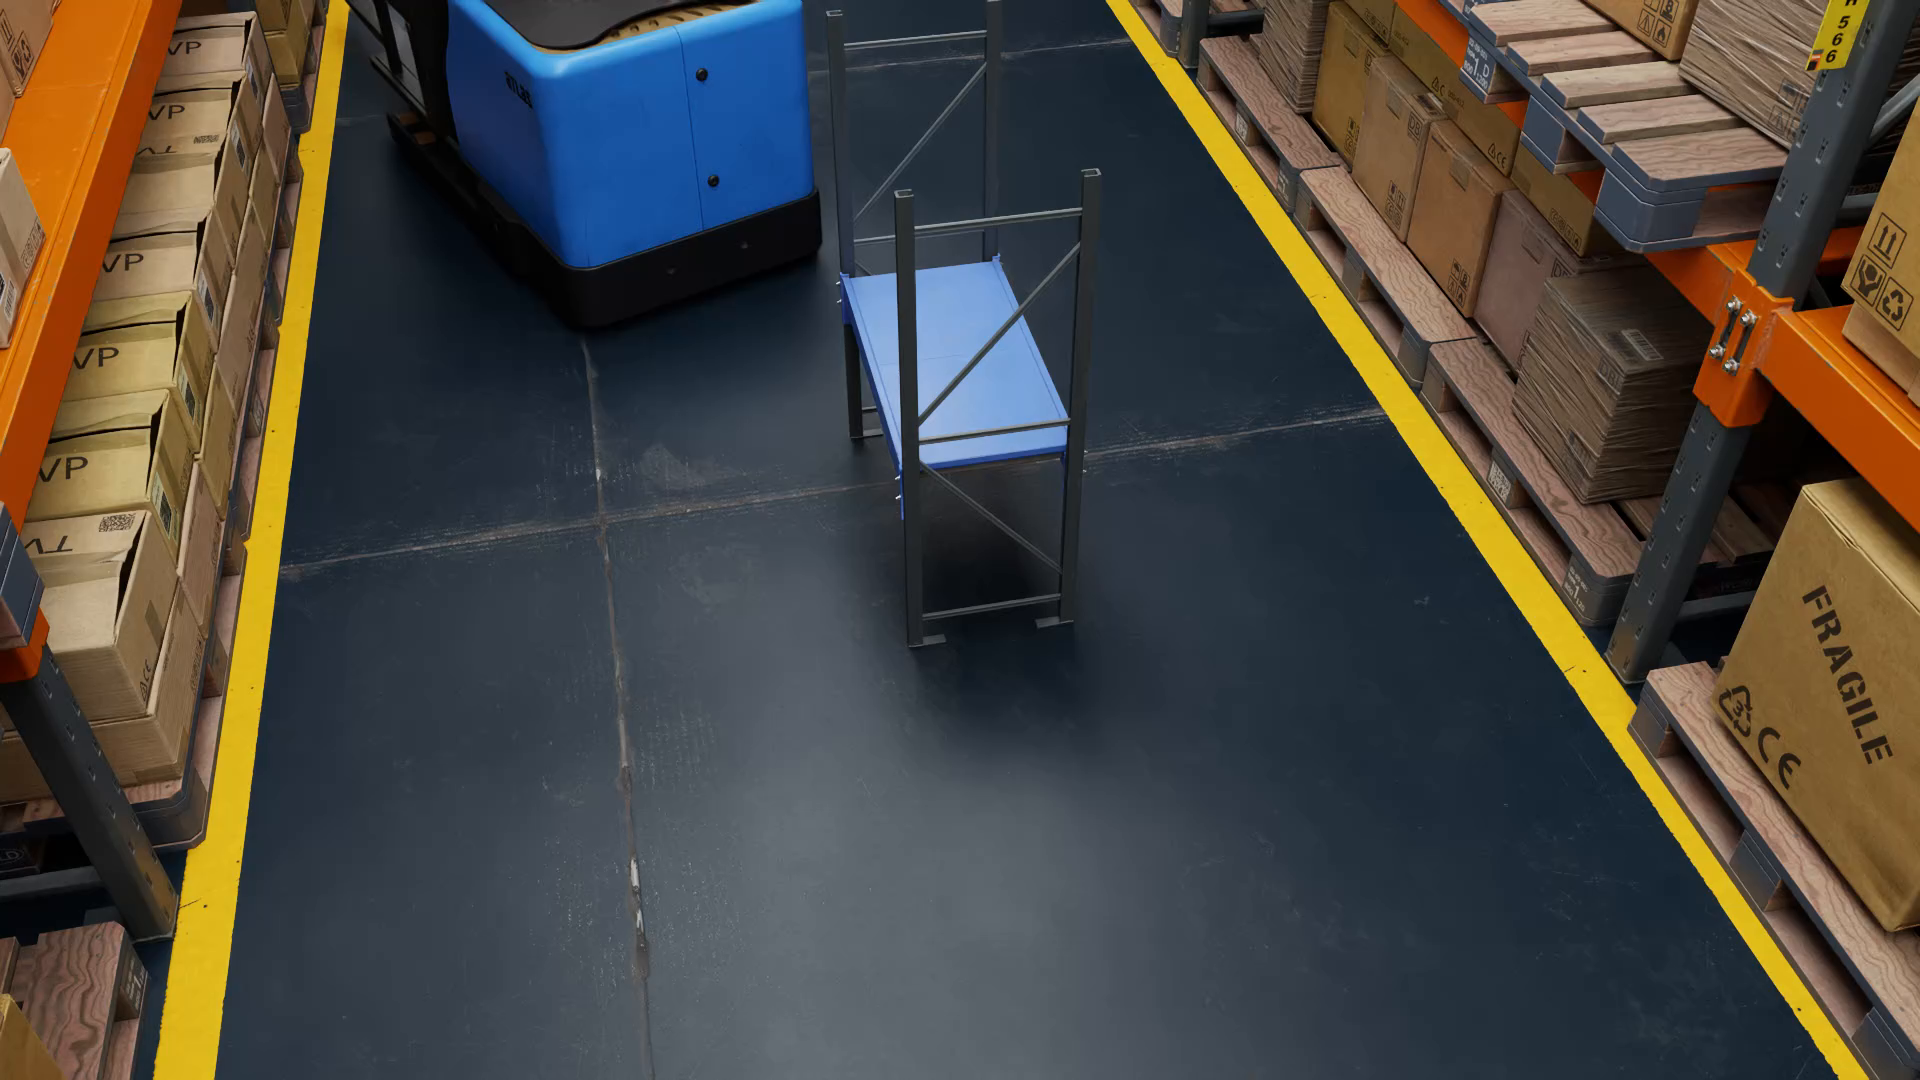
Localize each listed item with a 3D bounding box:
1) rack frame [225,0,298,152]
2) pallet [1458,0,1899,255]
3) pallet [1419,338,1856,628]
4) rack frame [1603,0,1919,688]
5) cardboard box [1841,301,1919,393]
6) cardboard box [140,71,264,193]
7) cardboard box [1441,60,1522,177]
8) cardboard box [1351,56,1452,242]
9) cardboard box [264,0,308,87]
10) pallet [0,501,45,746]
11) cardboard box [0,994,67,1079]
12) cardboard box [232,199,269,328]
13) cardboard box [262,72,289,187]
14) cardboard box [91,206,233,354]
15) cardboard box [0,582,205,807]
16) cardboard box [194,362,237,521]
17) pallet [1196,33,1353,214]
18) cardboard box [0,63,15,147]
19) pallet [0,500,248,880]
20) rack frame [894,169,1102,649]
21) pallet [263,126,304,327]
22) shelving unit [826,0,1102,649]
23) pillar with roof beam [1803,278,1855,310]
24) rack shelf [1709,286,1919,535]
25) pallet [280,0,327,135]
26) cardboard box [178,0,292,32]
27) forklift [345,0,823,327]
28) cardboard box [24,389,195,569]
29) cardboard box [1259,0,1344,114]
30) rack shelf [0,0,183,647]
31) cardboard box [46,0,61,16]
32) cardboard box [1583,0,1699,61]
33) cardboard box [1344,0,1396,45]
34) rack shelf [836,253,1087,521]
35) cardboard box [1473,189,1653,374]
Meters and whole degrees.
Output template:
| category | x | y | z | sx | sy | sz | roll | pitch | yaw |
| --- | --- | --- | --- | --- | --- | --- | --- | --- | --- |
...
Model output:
| category | x | y | z | sx | sy | sz | roll | pitch | yaw |
| --- | --- | --- | --- | --- | --- | --- | --- | --- | --- |
| rack frame | -3.318 | -2.691 | 6.022 | 1.000 | 3.000 | 0.127 | -8 | 42 | -9 |
| pallet | 2.124 | -1.185 | 4.470 | 1.213 | 0.211 | 1.003 | -8 | 42 | -9 |
| pallet | 2.214 | -0.274 | 5.400 | 1.003 | 0.211 | 1.213 | -8 | 42 | -9 |
| rack frame | 2.381 | -0.810 | 3.903 | 1.000 | 3.000 | 0.127 | -8 | 42 | -9 |
| cardboard box | 2.226 | -0.477 | 3.702 | 0.380 | 0.149 | 0.250 | -9 | 42 | -10 |
| cardboard box | -2.832 | -1.472 | 5.981 | 0.500 | 0.311 | 0.500 | -7 | 42 | -8 |
| cardboard box | 1.997 | -1.491 | 5.657 | 0.500 | 0.250 | 0.500 | -9 | 42 | -9 |
| cardboard box | 1.924 | -1.494 | 6.225 | 0.700 | 0.500 | 0.500 | -8 | 42 | -9 |
| cardboard box | -3.122 | -2.164 | 7.183 | 0.500 | 0.250 | 0.500 | -8 | 42 | -9 |
| pallet | -2.240 | 0.403 | 2.681 | 1.213 | 0.211 | 1.003 | -8 | 42 | -9 |
| cardboard box | -2.024 | 1.245 | 3.140 | 0.500 | 0.500 | 0.500 | -7 | 42 | -8 |
| cardboard box | -2.727 | -0.933 | 5.796 | 0.500 | 0.250 | 0.500 | -7 | 42 | -8 |
| cardboard box | -2.946 | -1.593 | 6.539 | 0.500 | 0.250 | 0.500 | -9 | 42 | -10 |
| cardboard box | -2.622 | -0.822 | 5.248 | 0.500 | 0.311 | 0.500 | -9 | 42 | -10 |
| cardboard box | -2.281 | 0.392 | 4.304 | 0.500 | 0.250 | 0.500 | -8 | 42 | -9 |
| cardboard box | -2.508 | -0.270 | 5.050 | 0.500 | 0.250 | 0.500 | -9 | 42 | -10 |
| pallet | 1.688 | -1.856 | 7.182 | 1.003 | 0.211 | 1.213 | -8 | 42 | -9 |
| cardboard box | -2.833 | -1.221 | 4.291 | 0.500 | 0.500 | 0.500 | -10 | 43 | -12 |
| pallet | -2.594 | 0.405 | 4.634 | 1.003 | 0.211 | 1.213 | -8 | 42 | -9 |
| rack frame | 0.091 | -0.287 | 4.443 | 0.500 | 1.500 | 0.032 | -8 | 42 | -9 |
| pallet | -3.121 | -1.176 | 6.416 | 1.003 | 0.211 | 1.213 | -8 | 42 | -9 |
| shelving unit | -0.018 | -0.616 | 4.814 | 0.538 | 1.500 | 1.048 | -8 | 42 | -9 |
| pillar with roof beam | -1.258 | -3.404 | 2.306 | 9.100 | 9.000 | 0.400 | -8 | 42 | -9 |
| rack shelf | 2.813 | 0.755 | 2.682 | 1.077 | 0.370 | 4.000 | -8 | 42 | -9 |
| pallet | -3.449 | -2.170 | 7.535 | 1.003 | 0.211 | 1.213 | -8 | 42 | -9 |
| cardboard box | -3.112 | -2.446 | 6.936 | 0.500 | 0.500 | 0.500 | -8 | 42 | -9 |
| forklift | -1.778 | -2.811 | 6.209 | 1.130 | 2.935 | 3.031 | -24 | 47 | -25 |
| cardboard box | -2.403 | -0.158 | 4.500 | 0.500 | 0.311 | 0.500 | -9 | 42 | -10 |
| cardboard box | 1.693 | -2.158 | 6.973 | 0.700 | 0.500 | 0.500 | -7 | 42 | -8 |
| rack shelf | -2.886 | -1.126 | 4.800 | 1.077 | 0.370 | 4.000 | -8 | 42 | -9 |
| cardboard box | -3.055 | -1.887 | 5.041 | 0.500 | 0.500 | 0.500 | -6 | 42 | -6 |
| cardboard box | 2.123 | -1.674 | 4.470 | 0.700 | 0.500 | 0.500 | -12 | 43 | -13 |
| cardboard box | 1.792 | -2.154 | 6.403 | 0.500 | 0.250 | 0.500 | -9 | 42 | -10 |
| rack shelf | -0.018 | -0.482 | 4.934 | 0.538 | 0.185 | 1.000 | -8 | 42 | -9 |
| cardboard box | 2.177 | -0.850 | 5.499 | 0.700 | 0.500 | 0.500 | -8 | 42 | -9 |
